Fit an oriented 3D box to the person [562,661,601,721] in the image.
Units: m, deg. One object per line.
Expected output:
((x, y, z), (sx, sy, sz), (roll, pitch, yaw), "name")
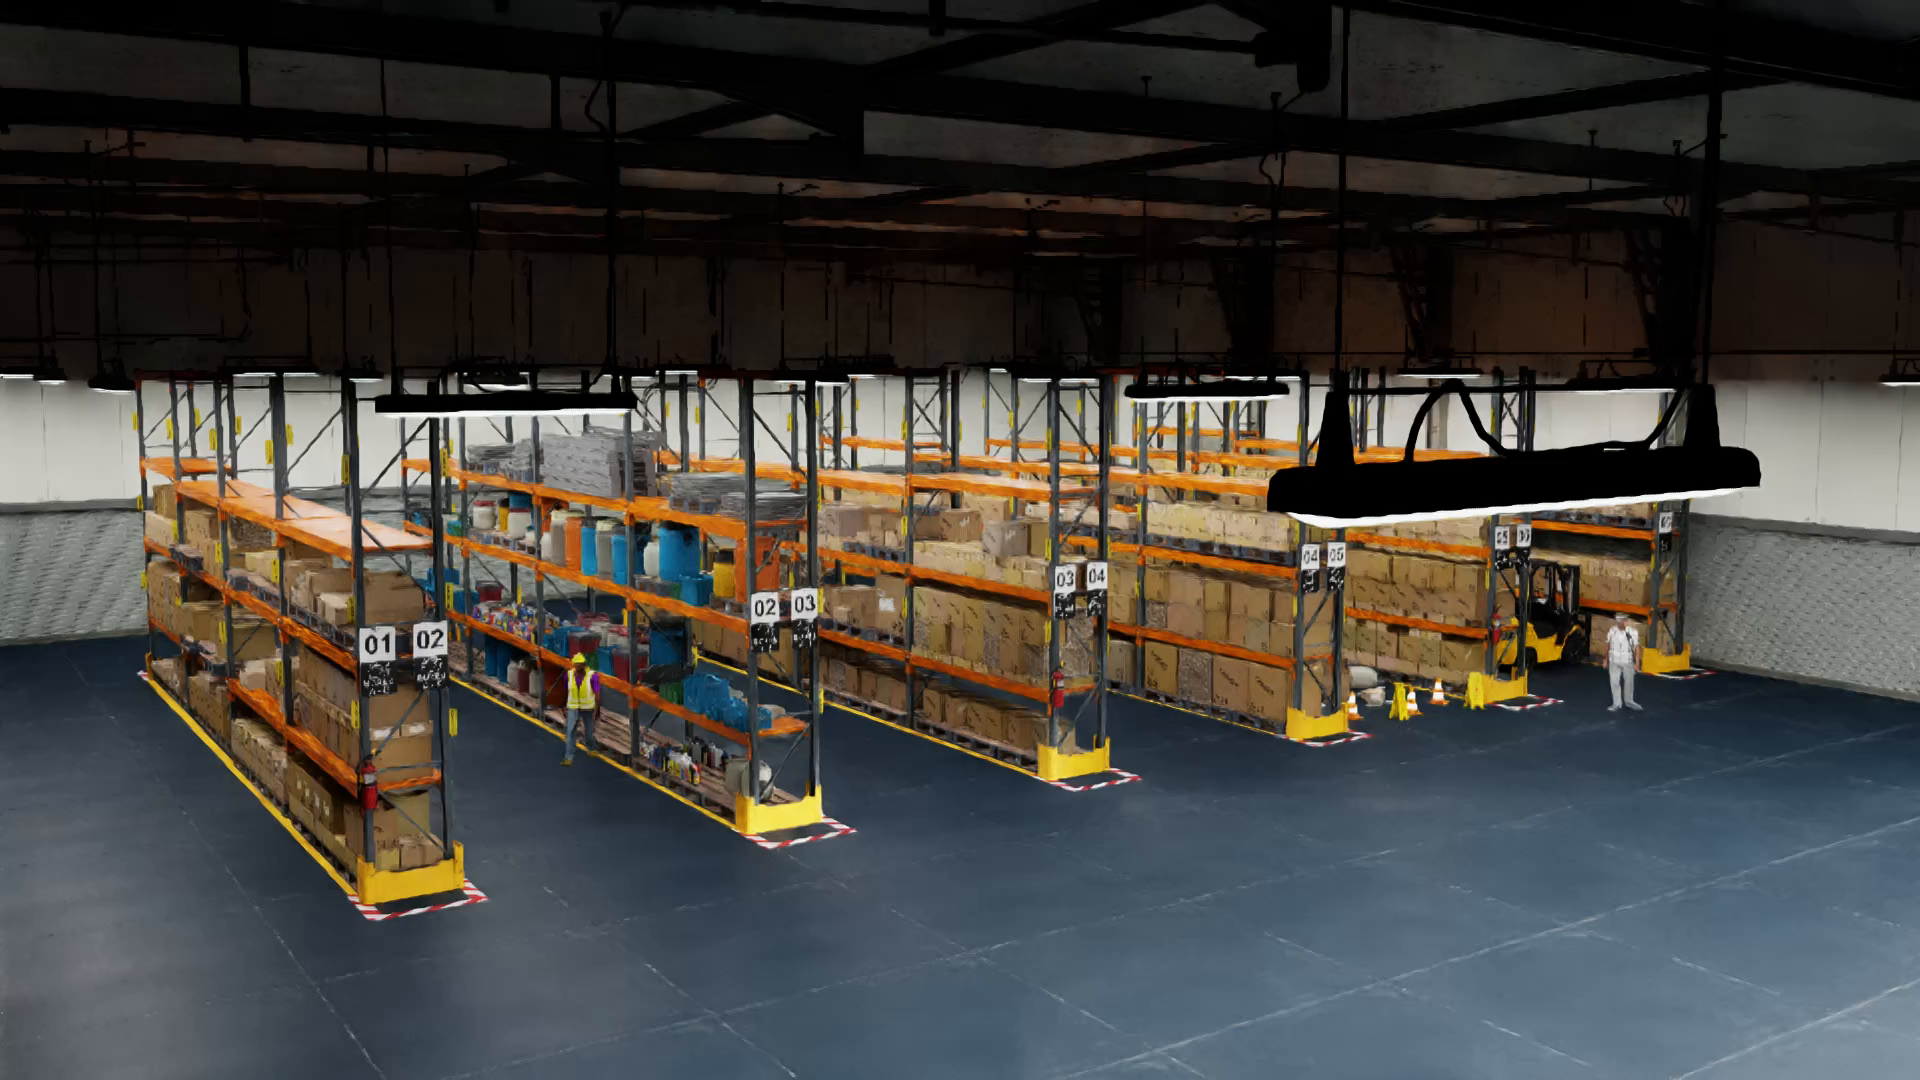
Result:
((-5.853, 2.275, 25.627), (0.614, 1.038, 0.391), (0, 6, -4), "person")

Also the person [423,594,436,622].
((-10.318, 1.576, 32.138), (0.545, 0.922, 0.392), (-1, 7, -10), "person")

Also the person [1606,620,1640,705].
((11.751, 2.171, 29.519), (0.555, 1.548, 0.465), (4, 7, 29), "person")
